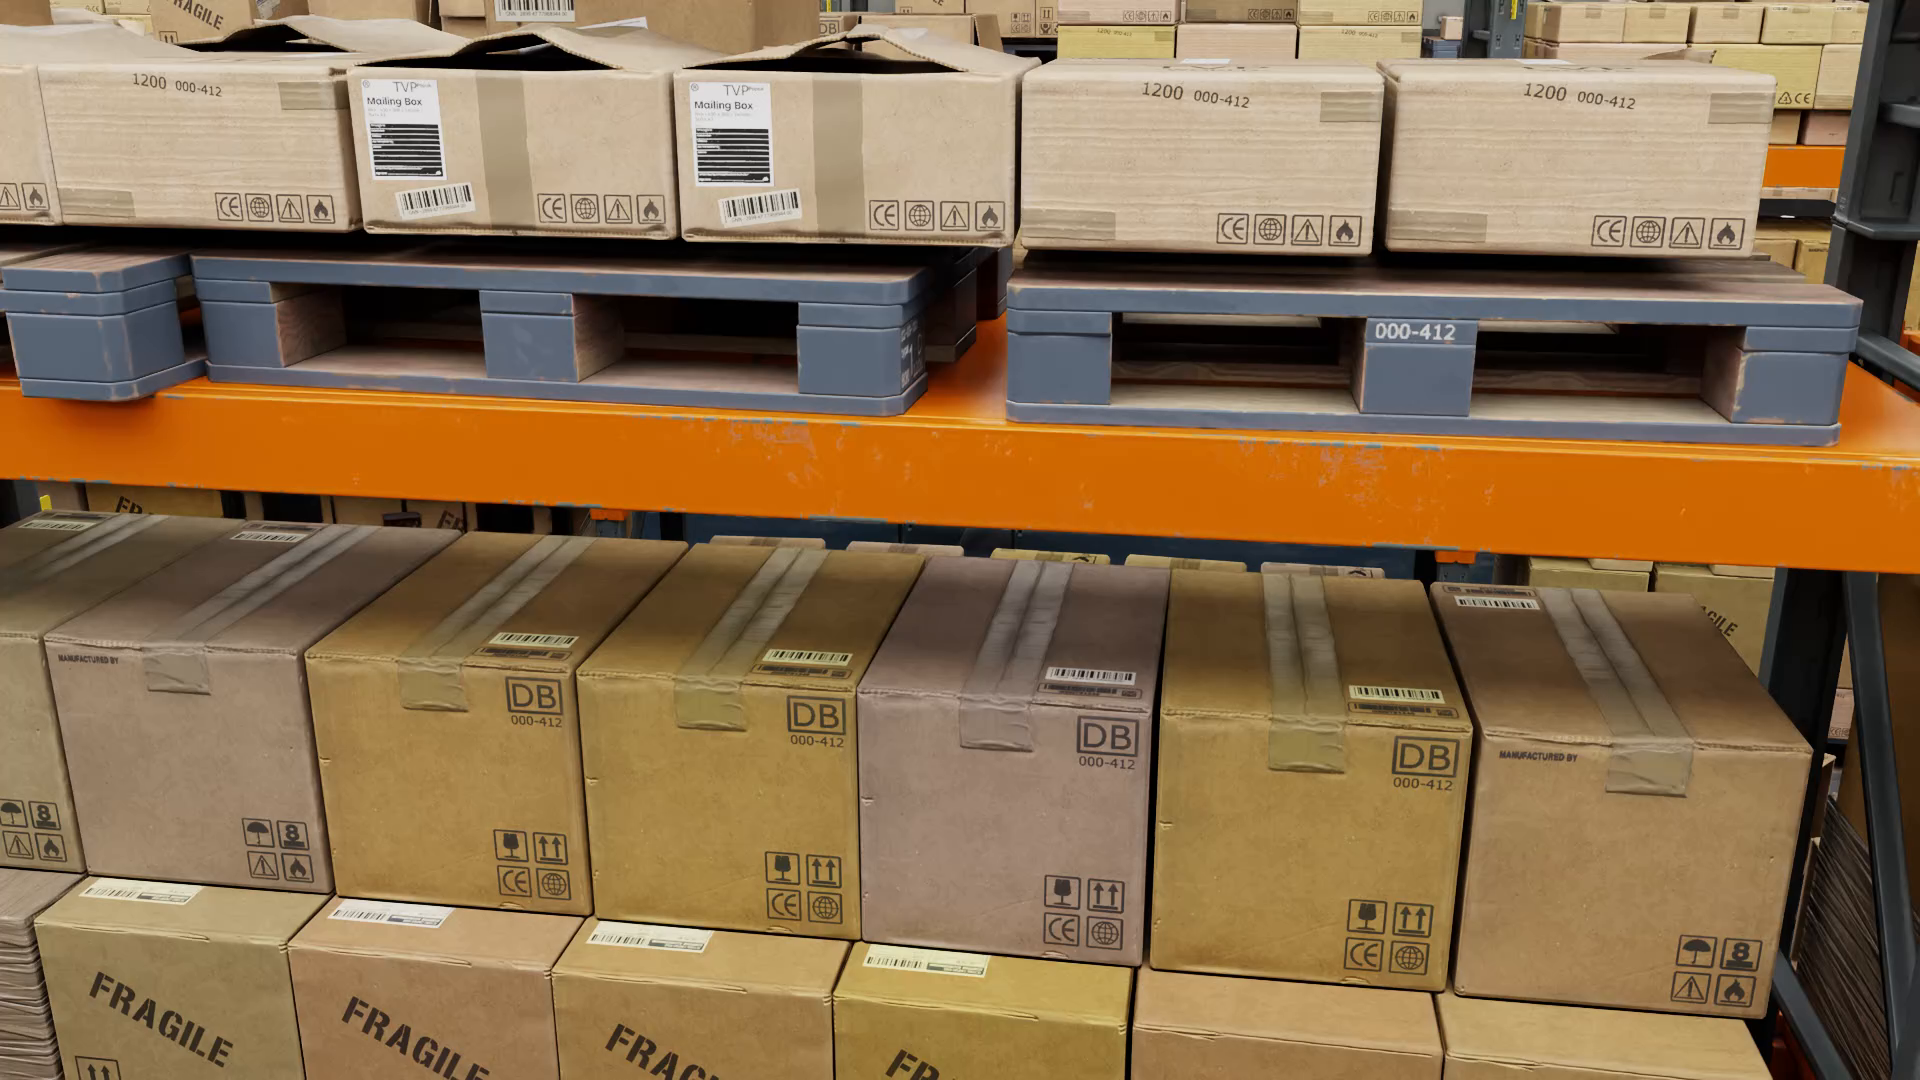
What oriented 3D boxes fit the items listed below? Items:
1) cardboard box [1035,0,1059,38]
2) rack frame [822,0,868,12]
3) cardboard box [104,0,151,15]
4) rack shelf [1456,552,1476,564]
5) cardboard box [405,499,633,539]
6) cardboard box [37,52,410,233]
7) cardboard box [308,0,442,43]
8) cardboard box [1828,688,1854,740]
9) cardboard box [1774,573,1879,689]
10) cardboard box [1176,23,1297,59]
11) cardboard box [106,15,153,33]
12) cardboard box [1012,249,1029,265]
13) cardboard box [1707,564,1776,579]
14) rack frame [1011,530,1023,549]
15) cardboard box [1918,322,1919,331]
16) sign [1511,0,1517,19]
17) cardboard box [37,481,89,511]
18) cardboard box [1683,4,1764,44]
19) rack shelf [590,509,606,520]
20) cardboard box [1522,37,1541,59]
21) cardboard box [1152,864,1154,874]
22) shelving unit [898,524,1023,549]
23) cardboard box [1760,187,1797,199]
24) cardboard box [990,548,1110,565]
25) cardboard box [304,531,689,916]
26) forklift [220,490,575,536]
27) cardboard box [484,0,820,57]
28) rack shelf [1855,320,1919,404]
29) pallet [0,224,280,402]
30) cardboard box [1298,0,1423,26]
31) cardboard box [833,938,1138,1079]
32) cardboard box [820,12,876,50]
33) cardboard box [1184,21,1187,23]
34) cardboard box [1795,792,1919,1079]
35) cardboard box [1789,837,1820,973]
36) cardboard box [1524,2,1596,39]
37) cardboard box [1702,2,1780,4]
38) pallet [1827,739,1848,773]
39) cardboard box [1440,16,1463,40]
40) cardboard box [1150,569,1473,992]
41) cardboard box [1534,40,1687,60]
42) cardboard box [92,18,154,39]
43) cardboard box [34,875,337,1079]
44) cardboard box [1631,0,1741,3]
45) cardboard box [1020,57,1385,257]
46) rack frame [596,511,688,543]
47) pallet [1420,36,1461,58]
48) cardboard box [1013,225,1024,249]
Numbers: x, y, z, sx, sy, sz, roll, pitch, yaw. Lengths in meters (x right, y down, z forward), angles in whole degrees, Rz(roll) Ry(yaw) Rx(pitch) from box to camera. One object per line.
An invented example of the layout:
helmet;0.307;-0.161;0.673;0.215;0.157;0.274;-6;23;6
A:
cardboard box;0.827;-3.881;11.971;0.500;0.500;0.500;3;19;10
rack frame;-0.854;-5.174;12.084;0.127;3.000;1.000;3;19;9
cardboard box;-6.342;-4.260;13.061;0.500;0.250;0.500;3;19;10
rack shelf;4.286;-0.130;7.599;4.000;0.370;1.077;3;19;9
cardboard box;-2.307;-0.026;8.840;0.875;0.875;0.875;3;19;8
cardboard box;-1.149;-0.685;2.813;0.500;0.250;0.500;3;19;10
cardboard box;-2.646;-2.433;7.800;0.500;0.500;0.700;2;19;6
cardboard box;3.904;0.696;7.667;0.500;0.250;0.500;3;19;8
cardboard box;3.893;0.341;7.546;0.500;0.500;0.500;4;19;12
cardboard box;1.213;-2.134;7.300;0.500;0.250;0.500;3;19;9
cardboard box;-6.339;-4.021;13.132;0.500;0.250;0.500;3;19;10
cardboard box;0.404;-1.150;8.224;0.500;0.500;0.500;2;19;6
cardboard box;3.473;0.034;7.441;0.250;0.149;0.380;4;19;11
rack frame;0.368;-0.692;10.509;0.023;1.500;0.400;3;19;9
cardboard box;4.233;-1.081;7.103;0.500;0.500;0.700;3;19;8
sign;2.227;-2.253;6.645;0.005;0.325;0.100;3;19;9
cardboard box;-4.963;-0.160;9.241;0.875;0.875;0.875;4;19;10
cardboard box;3.091;-2.115;6.810;0.250;0.149;0.380;2;19;7
rack shelf;-3.613;-0.533;8.802;4.000;0.370;1.077;3;19;9
cardboard box;2.792;-2.127;7.472;0.500;0.250;0.500;3;19;8
cardboard box;0.651;0.800;3.526;0.500;0.500;0.500;3;19;9
shelving unit;0.007;-0.711;10.564;0.755;1.500;0.431;3;19;9
cardboard box;5.637;-2.396;11.587;0.250;0.149;0.380;3;19;10
cardboard box;0.396;0.380;8.421;0.625;0.372;0.950;4;19;10
cardboard box;-0.875;0.337;3.336;0.500;0.500;0.700;3;19;8
forklift;-1.745;0.272;5.371;1.130;2.935;3.031;-7;20;-20
cardboard box;-0.563;-0.934;3.164;0.500;0.500;0.500;3;19;9
rack shelf;3.601;0.003;2.473;4.000;0.370;1.077;3;19;9
pallet;-1.679;-0.535;3.244;1.003;0.211;1.213;4;19;11
cardboard box;1.719;-2.349;7.156;0.500;0.250;0.500;3;19;10
cardboard box;0.070;0.943;3.100;0.500;0.500;0.500;3;19;9
cardboard box;-0.704;-2.193;7.744;0.500;0.500;0.700;3;19;9
cardboard box;1.297;-2.303;7.806;0.500;0.250;0.500;3;19;8
cardboard box;1.992;0.927;3.068;0.550;0.550;0.875;3;19;9
cardboard box;3.200;1.409;5.585;0.503;0.637;0.797;3;19;9
cardboard box;2.659;-2.306;7.380;0.250;0.149;0.380;3;19;10
cardboard box;3.447;-2.304;7.374;0.250;0.149;0.380;3;19;10
pallet;4.188;0.834;7.979;1.213;0.211;1.003;3;19;9
cardboard box;3.490;-3.560;11.564;0.250;0.149;0.380;3;19;10
cardboard box;0.627;0.414;3.106;0.500;0.500;0.700;3;19;8
cardboard box;2.702;-1.957;6.964;0.500;0.250;0.500;3;19;7
cardboard box;-3.839;-2.331;7.865;0.258;0.266;0.396;4;19;13
cardboard box;-1.421;0.867;3.327;0.500;0.500;0.500;3;19;8
cardboard box;5.002;-3.714;11.467;0.637;0.503;0.797;4;19;10
cardboard box;0.372;-0.607;2.581;0.500;0.250;0.500;3;19;8
rack frame;-1.638;-0.773;8.387;0.127;3.000;1.000;3;19;9
pallet;3.941;-3.473;11.868;1.213;0.211;1.003;3;19;9
cardboard box;0.553;-2.338;12.513;0.500;0.250;0.500;2;19;7
